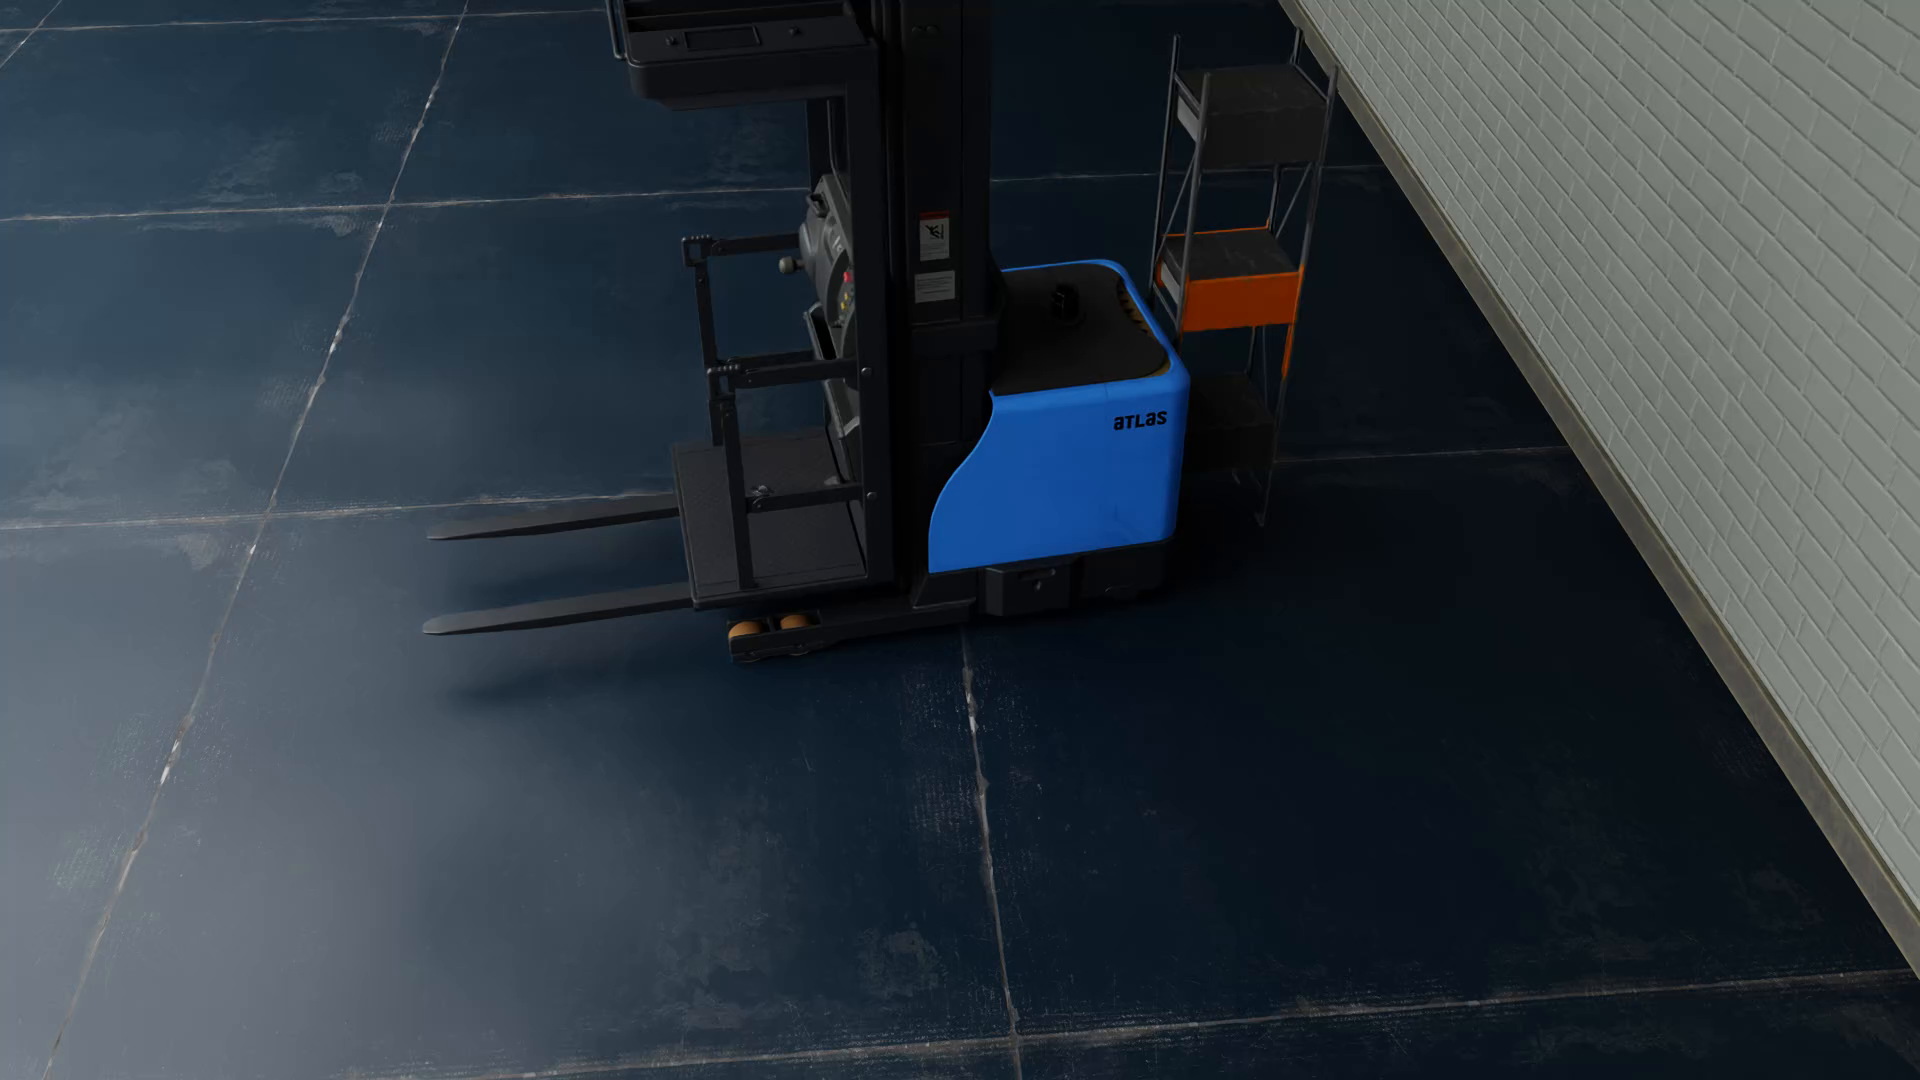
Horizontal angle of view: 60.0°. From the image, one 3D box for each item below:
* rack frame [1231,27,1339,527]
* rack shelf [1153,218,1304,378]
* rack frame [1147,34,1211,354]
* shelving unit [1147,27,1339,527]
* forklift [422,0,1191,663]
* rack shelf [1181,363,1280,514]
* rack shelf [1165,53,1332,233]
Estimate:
[{"bbox_3d":[1.311,-1.007,6.830,0.015,2.100,0.400,-6,39,-10],"label":"rack frame"},{"bbox_3d":[1.071,-0.970,6.798,0.480,0.518,0.431,-6,39,-10],"label":"rack shelf"},{"bbox_3d":[0.832,-0.954,6.749,0.015,2.100,0.400,-6,39,-10],"label":"rack frame"},{"bbox_3d":[1.072,-0.980,6.790,0.503,2.100,0.431,-6,39,-10],"label":"shelving unit"},{"bbox_3d":[-0.675,-1.022,6.178,3.031,2.935,1.130,-8,39,-10],"label":"forklift"},{"bbox_3d":[1.058,-0.419,7.230,0.480,0.518,0.431,-6,39,-10],"label":"rack shelf"},{"bbox_3d":[1.084,-1.521,6.367,0.480,0.518,0.431,-6,39,-10],"label":"rack shelf"}]
